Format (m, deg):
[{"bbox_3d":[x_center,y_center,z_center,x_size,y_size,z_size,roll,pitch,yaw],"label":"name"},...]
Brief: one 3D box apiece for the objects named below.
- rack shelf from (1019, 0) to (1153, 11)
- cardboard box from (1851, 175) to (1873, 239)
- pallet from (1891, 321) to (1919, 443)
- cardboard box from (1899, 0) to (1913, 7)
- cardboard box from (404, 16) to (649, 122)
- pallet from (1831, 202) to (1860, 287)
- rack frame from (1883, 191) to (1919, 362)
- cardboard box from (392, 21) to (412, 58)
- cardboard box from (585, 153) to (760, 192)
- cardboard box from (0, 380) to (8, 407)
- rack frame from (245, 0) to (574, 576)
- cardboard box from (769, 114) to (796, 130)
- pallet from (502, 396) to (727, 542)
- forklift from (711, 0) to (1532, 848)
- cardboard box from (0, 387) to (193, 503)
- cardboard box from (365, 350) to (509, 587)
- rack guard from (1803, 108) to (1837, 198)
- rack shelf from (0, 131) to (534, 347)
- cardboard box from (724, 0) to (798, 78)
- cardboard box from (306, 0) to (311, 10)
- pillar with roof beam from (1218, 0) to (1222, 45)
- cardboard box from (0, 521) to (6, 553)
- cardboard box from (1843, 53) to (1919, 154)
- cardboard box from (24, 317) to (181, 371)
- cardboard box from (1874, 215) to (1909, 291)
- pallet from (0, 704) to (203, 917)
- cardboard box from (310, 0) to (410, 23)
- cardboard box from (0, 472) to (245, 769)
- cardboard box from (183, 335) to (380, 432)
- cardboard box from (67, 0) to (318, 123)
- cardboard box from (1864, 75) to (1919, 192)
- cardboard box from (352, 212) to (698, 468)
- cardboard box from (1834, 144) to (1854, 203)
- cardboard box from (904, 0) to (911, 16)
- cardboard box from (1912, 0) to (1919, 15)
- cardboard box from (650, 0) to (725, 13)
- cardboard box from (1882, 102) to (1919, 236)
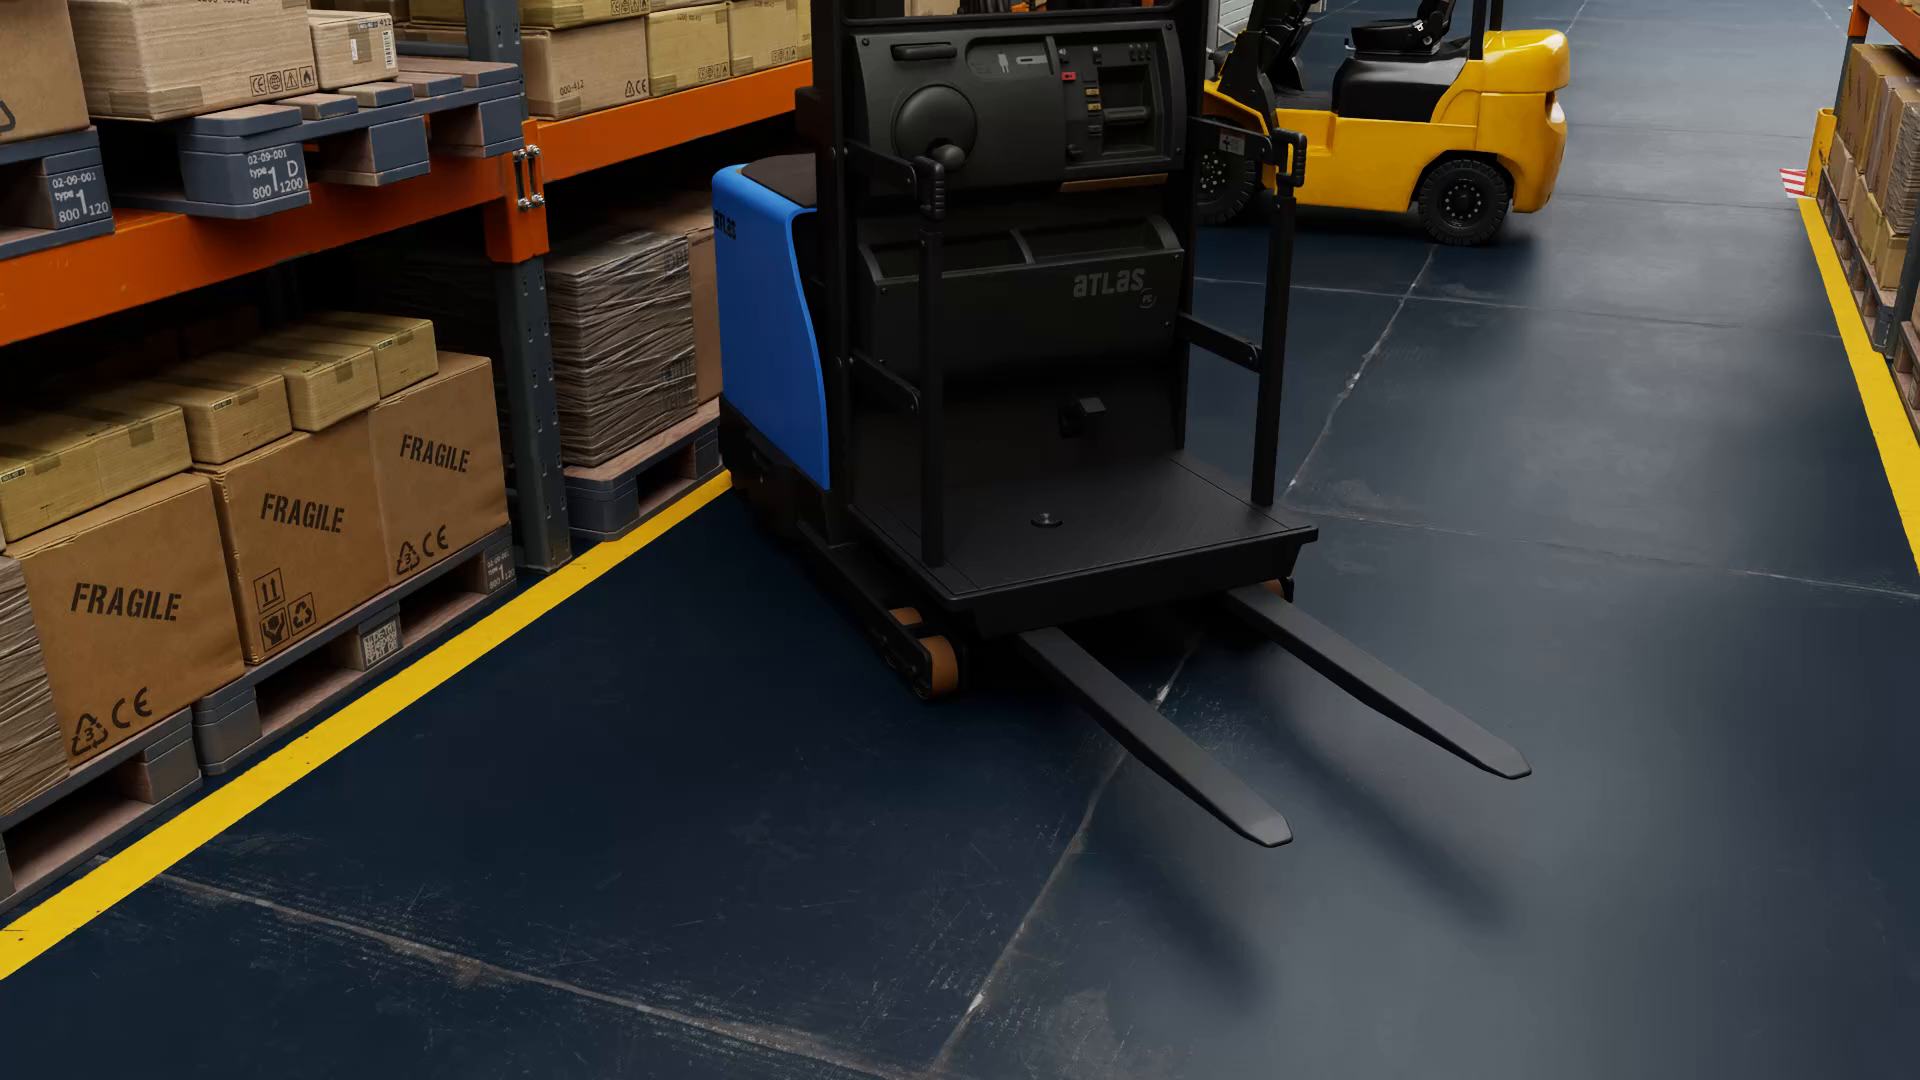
[{"bbox_3d":[0.556,-3.186,9.919,1.077,0.370,4.000,9,24,20],"label":"rack shelf"},{"bbox_3d":[4.774,-1.641,8.310,0.500,0.250,0.500,9,24,21],"label":"cardboard box"},{"bbox_3d":[4.135,-0.527,6.238,1.003,0.211,1.213,9,24,20],"label":"pallet"},{"bbox_3d":[4.818,-2.684,8.110,0.380,0.149,0.250,9,24,21],"label":"cardboard box"},{"bbox_3d":[-1.281,-1.425,4.965,0.500,0.250,0.500,9,24,20],"label":"cardboard box"},{"bbox_3d":[5.091,-1.490,8.542,1.003,0.211,1.213,9,24,20],"label":"pallet"},{"bbox_3d":[4.423,-2.093,6.368,1.000,3.000,0.127,9,24,20],"label":"rack frame"},{"bbox_3d":[-1.744,-1.499,5.141,0.500,0.250,0.500,8,24,19],"label":"cardboard box"},{"bbox_3d":[-0.943,-1.166,6.685,0.875,0.625,0.625,8,24,18],"label":"cardboard box"},{"bbox_3d":[-2.485,-0.293,3.916,0.380,0.149,0.250,8,24,18],"label":"cardboard box"},{"bbox_3d":[-1.673,-1.371,4.640,1.000,3.000,0.127,9,24,20],"label":"rack frame"},{"bbox_3d":[-0.371,-1.712,7.992,0.875,0.625,0.625,10,25,22],"label":"cardboard box"},{"bbox_3d":[-1.331,-0.373,5.869,1.003,0.211,1.213,9,24,20],"label":"pallet"},{"bbox_3d":[0.266,-1.133,4.159,1.130,2.935,3.031,-10,25,-23],"label":"forklift"},{"bbox_3d":[-1.973,-0.219,3.740,0.380,0.149,0.250,10,24,22],"label":"cardboard box"},{"bbox_3d":[-1.631,-0.229,4.605,0.500,0.500,0.500,10,24,22],"label":"cardboard box"},{"bbox_3d":[5.880,-2.344,10.212,1.175,0.500,0.348,9,24,20],"label":"rack guard"},{"bbox_3d":[-2.416,-0.323,3.065,1.077,0.370,4.000,9,24,20],"label":"rack shelf"},{"bbox_3d":[-0.905,-1.790,5.838,0.500,0.250,0.500,8,24,18],"label":"cardboard box"},{"bbox_3d":[-2.009,-1.449,4.152,0.500,0.500,0.500,10,25,23],"label":"cardboard box"},{"bbox_3d":[6.429,-8.412,13.714,9.100,9.000,0.400,9,24,20],"label":"pillar with roof beam"},{"bbox_3d":[-2.140,-0.027,3.279,0.380,0.149,0.250,8,24,18],"label":"cardboard box"},{"bbox_3d":[5.154,-2.350,9.033,0.500,0.500,0.500,8,24,18],"label":"cardboard box"},{"bbox_3d":[-2.280,-0.477,4.357,0.380,0.149,0.250,10,25,22],"label":"cardboard box"},{"bbox_3d":[4.393,-1.268,7.416,0.500,0.250,0.500,10,25,22],"label":"cardboard box"},{"bbox_3d":[-2.440,0.613,3.509,1.003,0.211,1.213,9,24,20],"label":"pallet"},{"bbox_3d":[-1.764,-1.733,5.052,0.500,0.250,0.500,9,24,21],"label":"cardboard box"},{"bbox_3d":[-2.018,0.136,3.730,0.500,0.500,0.500,10,25,22],"label":"cardboard box"},{"bbox_3d":[-1.694,-0.395,4.161,0.380,0.149,0.250,7,24,17],"label":"cardboard box"},{"bbox_3d":[-1.764,-1.071,3.573,0.500,0.250,0.500,8,24,18],"label":"cardboard box"},{"bbox_3d":[4.769,-1.979,8.146,0.500,0.500,0.500,10,25,23],"label":"cardboard box"},{"bbox_3d":[-1.429,-0.690,5.546,0.875,0.625,0.625,10,25,22],"label":"cardboard box"},{"bbox_3d":[5.155,-2.019,9.213,0.500,0.250,0.500,10,25,22],"label":"cardboard box"},{"bbox_3d":[-0.526,-2.161,6.727,0.500,0.250,0.500,9,24,20],"label":"cardboard box"},{"bbox_3d":[4.633,-2.500,7.668,0.380,0.149,0.250,8,24,19],"label":"cardboard box"},{"bbox_3d":[-1.094,-1.835,5.297,0.500,0.250,0.500,10,25,22],"label":"cardboard box"},{"bbox_3d":[4.393,-1.614,7.272,0.500,0.500,0.500,8,24,19],"label":"cardboard box"}]
